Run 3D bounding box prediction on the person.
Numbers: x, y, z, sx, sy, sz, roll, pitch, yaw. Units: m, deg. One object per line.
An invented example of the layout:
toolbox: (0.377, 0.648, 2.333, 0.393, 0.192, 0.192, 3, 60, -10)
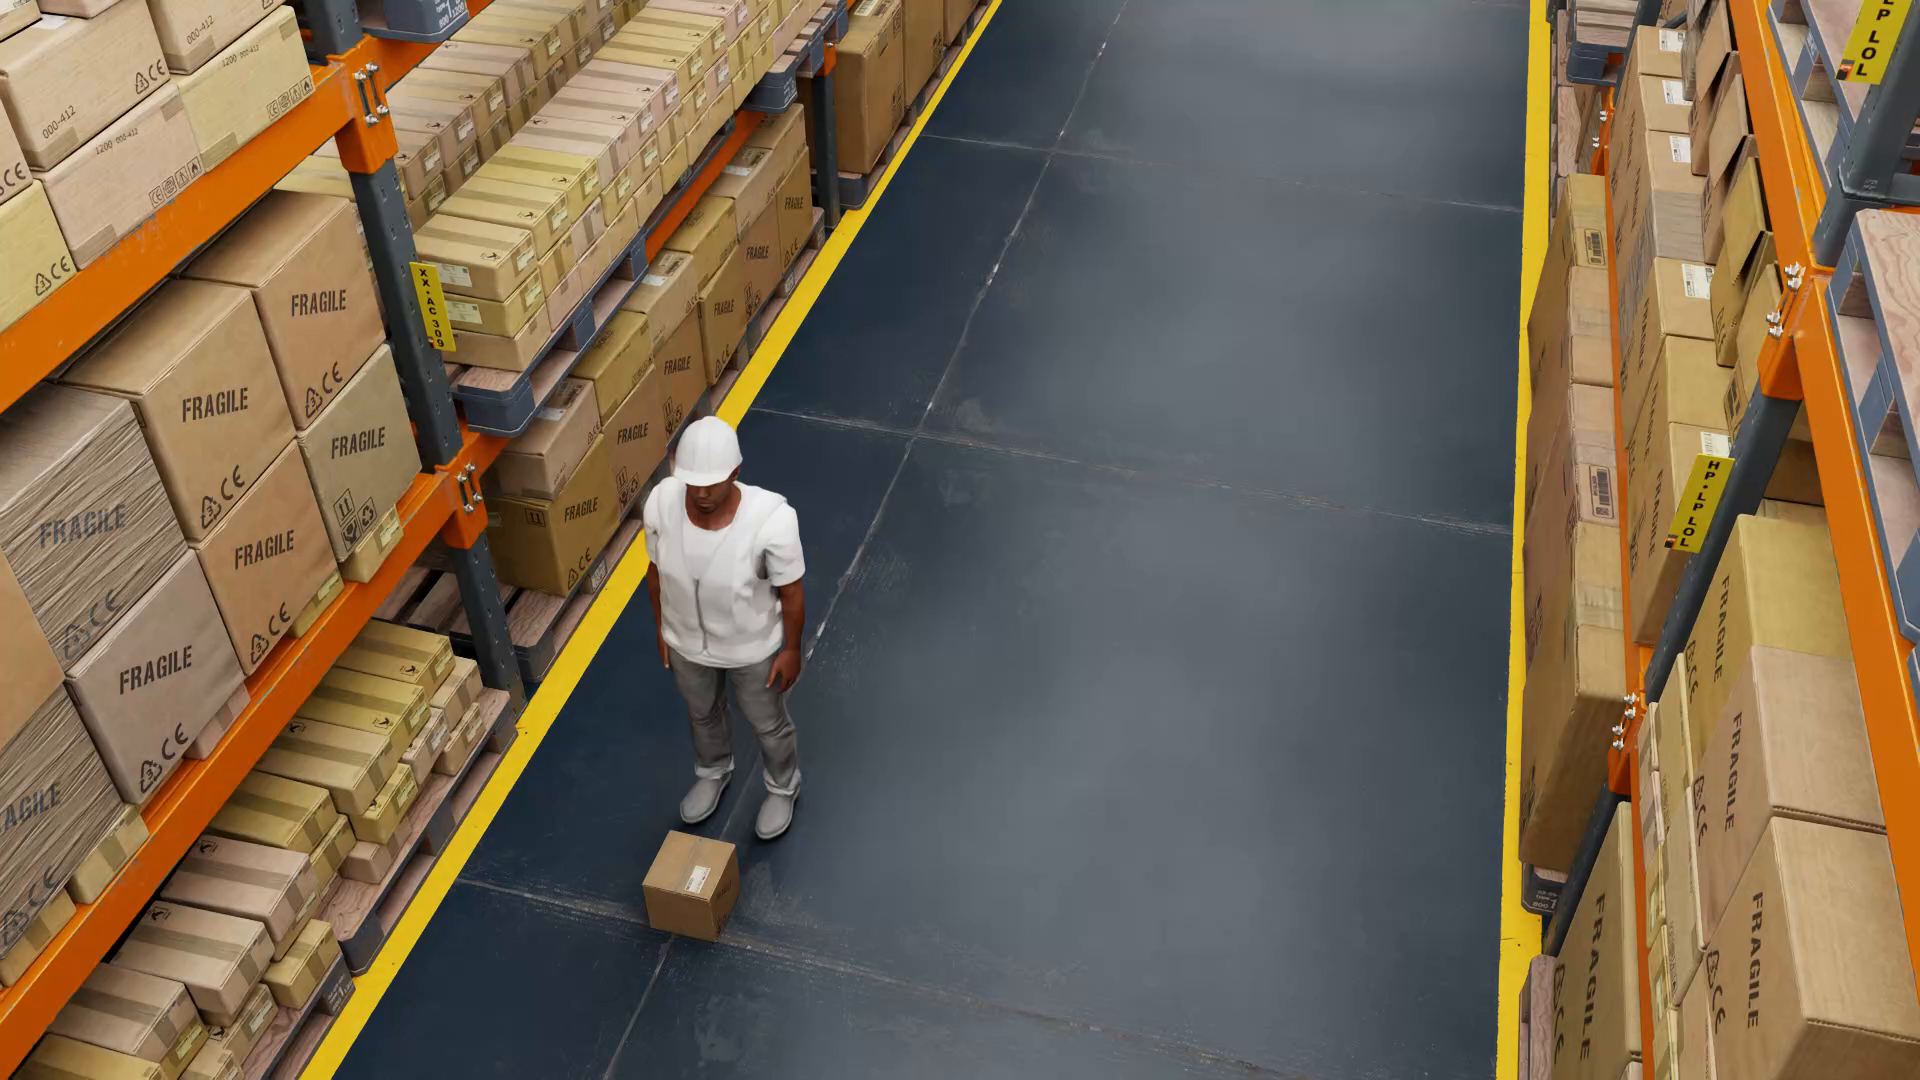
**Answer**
person: (-0.803, 0.331, 5.745, 0.564, 1.767, 0.360, 10, 42, 12)
